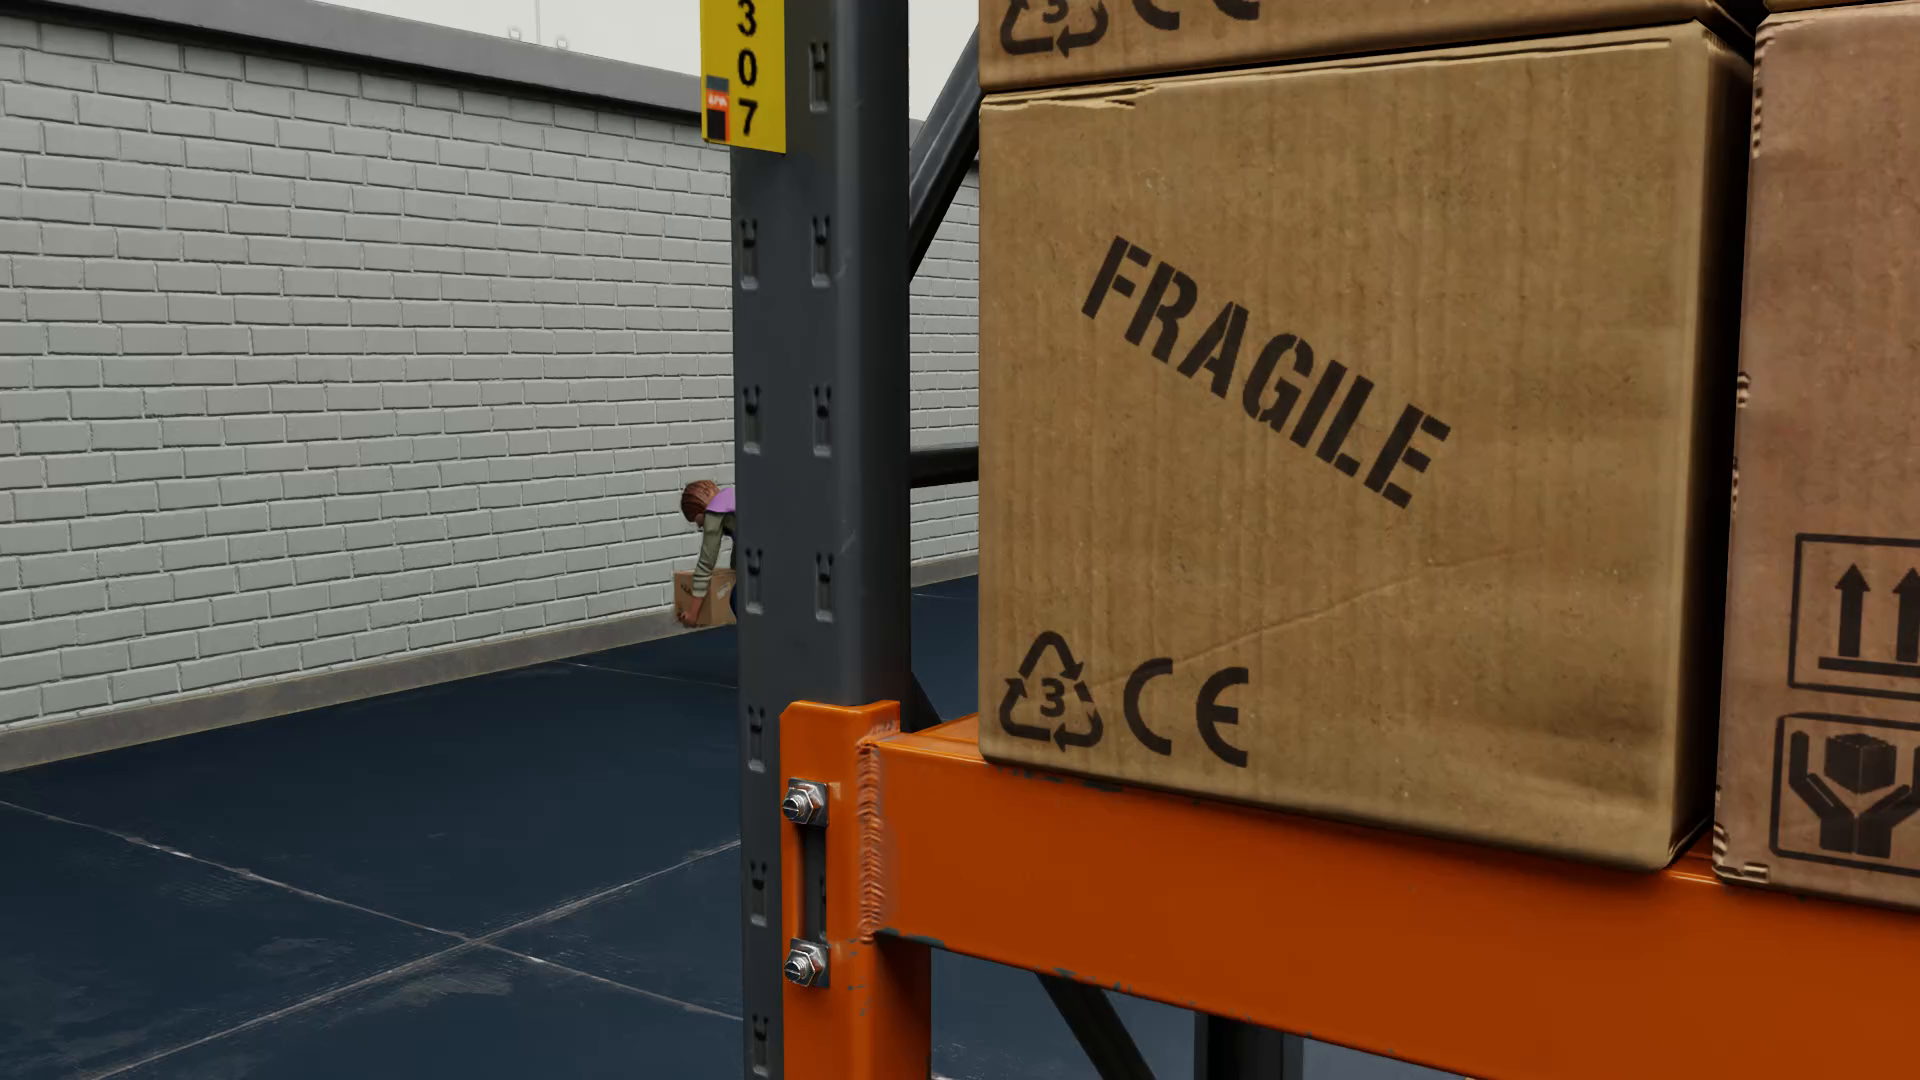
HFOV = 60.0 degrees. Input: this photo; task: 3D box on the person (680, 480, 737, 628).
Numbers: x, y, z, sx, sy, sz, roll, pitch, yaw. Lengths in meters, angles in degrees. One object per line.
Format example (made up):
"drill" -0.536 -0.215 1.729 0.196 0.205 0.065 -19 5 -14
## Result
"person" -0.990 0.225 8.046 0.861 0.958 0.421 4 8 31
